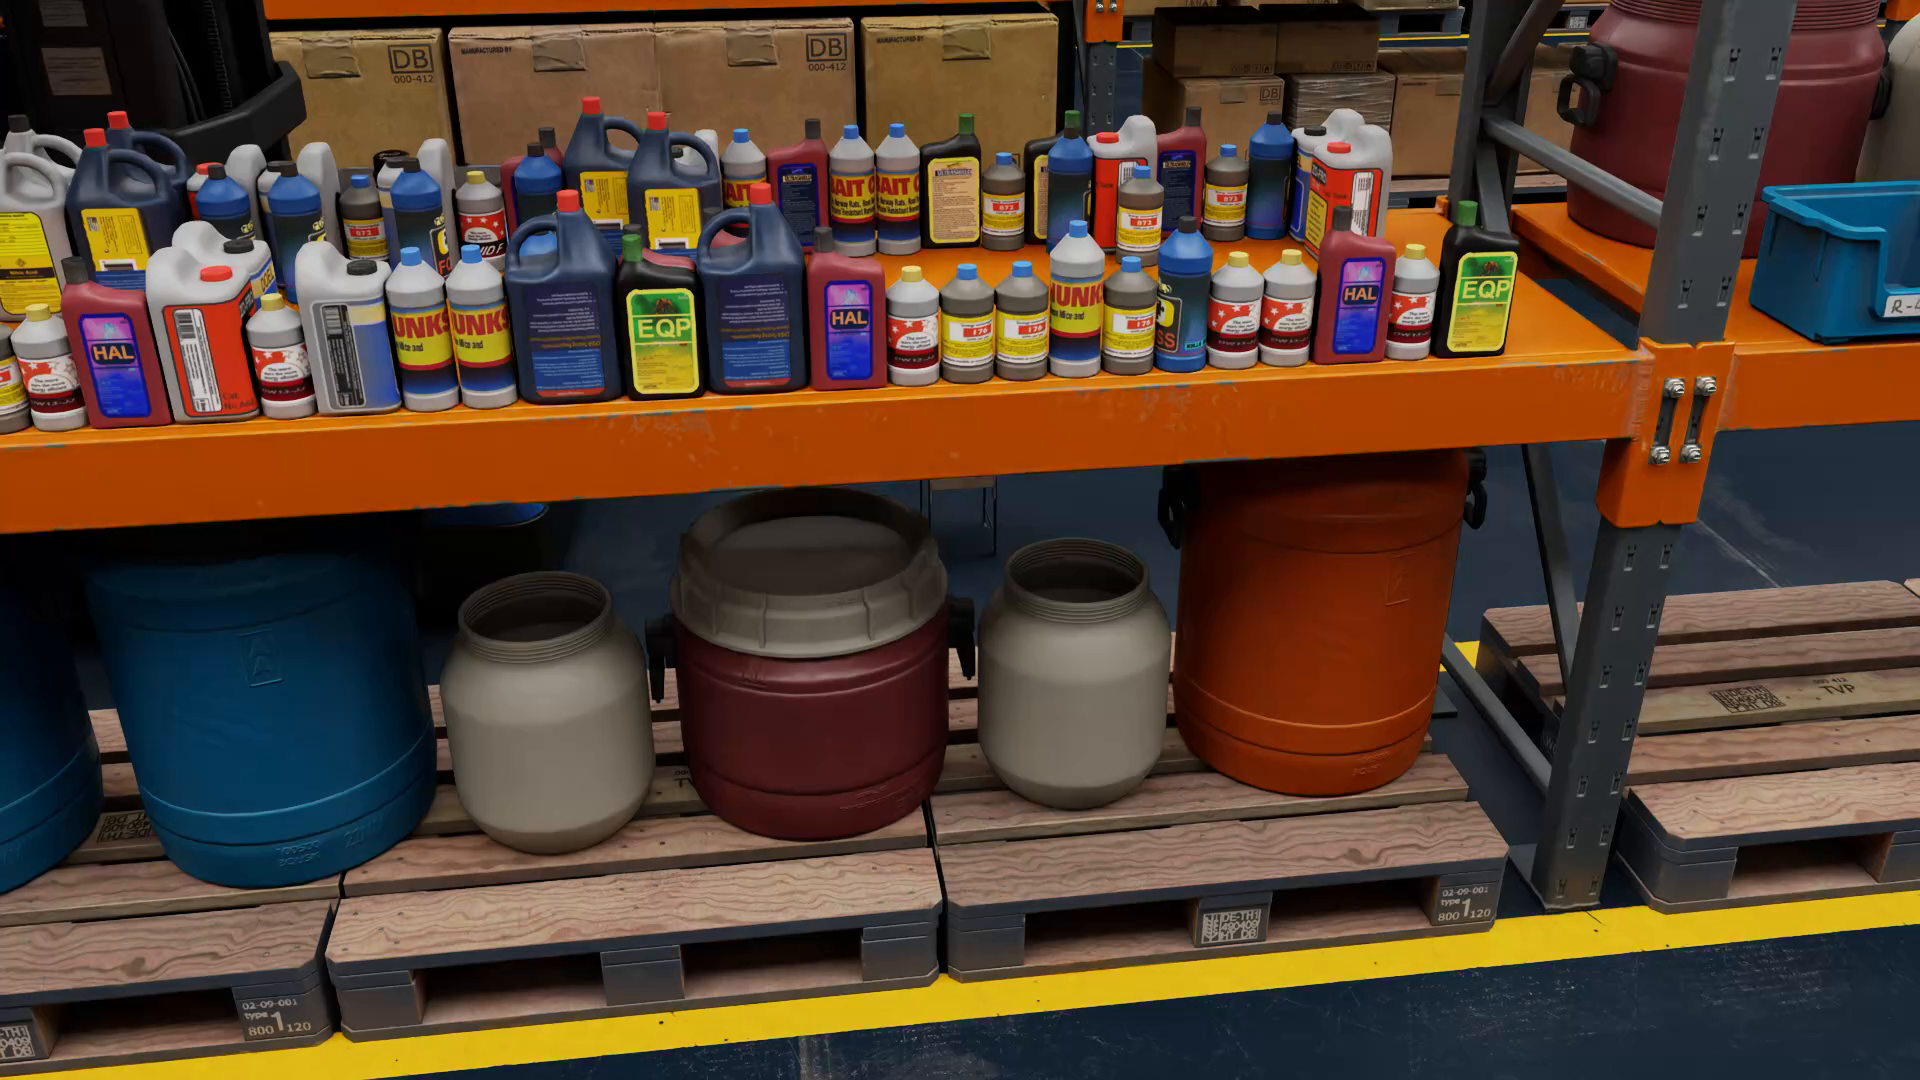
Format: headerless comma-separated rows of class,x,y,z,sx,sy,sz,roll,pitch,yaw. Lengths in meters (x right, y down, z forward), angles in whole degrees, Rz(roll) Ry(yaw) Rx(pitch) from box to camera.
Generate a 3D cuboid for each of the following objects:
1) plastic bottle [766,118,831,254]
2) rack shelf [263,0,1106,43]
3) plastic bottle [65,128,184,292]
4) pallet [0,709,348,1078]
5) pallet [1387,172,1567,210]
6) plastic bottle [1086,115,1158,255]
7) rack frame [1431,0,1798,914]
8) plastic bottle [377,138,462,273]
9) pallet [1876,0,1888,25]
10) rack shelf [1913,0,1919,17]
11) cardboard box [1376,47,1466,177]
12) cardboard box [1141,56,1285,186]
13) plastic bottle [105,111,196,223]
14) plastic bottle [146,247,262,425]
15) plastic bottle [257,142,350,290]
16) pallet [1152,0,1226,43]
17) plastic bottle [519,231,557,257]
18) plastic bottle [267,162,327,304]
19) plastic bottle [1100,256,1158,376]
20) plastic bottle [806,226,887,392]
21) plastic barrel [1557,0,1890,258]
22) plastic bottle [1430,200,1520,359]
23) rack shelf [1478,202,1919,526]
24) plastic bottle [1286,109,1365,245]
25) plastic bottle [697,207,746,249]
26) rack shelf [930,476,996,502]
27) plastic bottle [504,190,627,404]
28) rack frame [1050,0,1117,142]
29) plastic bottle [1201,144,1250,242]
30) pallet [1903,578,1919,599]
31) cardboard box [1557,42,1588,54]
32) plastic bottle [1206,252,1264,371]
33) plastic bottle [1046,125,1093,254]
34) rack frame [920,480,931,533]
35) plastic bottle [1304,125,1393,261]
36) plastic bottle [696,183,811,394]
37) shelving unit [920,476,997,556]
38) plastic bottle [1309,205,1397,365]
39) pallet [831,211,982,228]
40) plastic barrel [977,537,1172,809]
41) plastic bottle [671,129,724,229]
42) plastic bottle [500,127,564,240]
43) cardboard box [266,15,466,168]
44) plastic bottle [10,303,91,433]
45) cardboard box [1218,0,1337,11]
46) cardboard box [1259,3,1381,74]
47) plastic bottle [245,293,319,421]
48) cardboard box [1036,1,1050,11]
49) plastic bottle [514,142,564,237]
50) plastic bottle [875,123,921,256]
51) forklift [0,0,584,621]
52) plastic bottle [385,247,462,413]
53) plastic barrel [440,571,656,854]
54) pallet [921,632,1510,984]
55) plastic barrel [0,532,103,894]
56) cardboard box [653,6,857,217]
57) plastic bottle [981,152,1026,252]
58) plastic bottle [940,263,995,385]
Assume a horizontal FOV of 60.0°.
plastic bottle,-0.347,-0.757,3.568,0.133,0.283,0.061,-4,27,-7
rack shelf,-1.393,-2.535,7.694,4.000,0.370,1.077,-4,27,-7
plastic bottle,-1.616,-0.620,3.227,0.185,0.351,0.144,-4,27,-7
pallet,-1.914,0.721,3.613,1.213,0.211,1.003,-4,27,-7
pallet,2.567,-1.867,8.658,1.213,0.211,1.003,-4,27,-7
plastic bottle,0.346,-0.778,3.616,0.135,0.276,0.152,-4,27,-7
rack frame,1.277,-0.744,3.414,0.127,3.000,1.000,-4,27,-7
plastic bottle,-1.114,-0.684,3.433,0.135,0.276,0.152,-4,27,-7
pallet,7.137,-4.413,13.620,1.213,0.211,1.003,-4,27,-7
rack shelf,6.529,-3.044,8.685,4.000,0.370,1.077,-4,27,-7
cardboard box,2.356,-2.198,8.505,0.500,0.500,0.700,-1,27,-3
cardboard box,1.248,-2.118,8.348,0.500,0.500,0.700,-5,28,-10
plastic bottle,-1.636,-0.685,3.354,0.185,0.351,0.144,-4,27,-7
plastic bottle,-1.255,-0.350,2.783,0.135,0.276,0.152,-4,27,-7
plastic bottle,-1.344,-0.669,3.404,0.135,0.276,0.152,-4,27,-7
pallet,1.993,-4.083,12.976,1.213,0.211,1.003,-4,27,-7
plastic bottle,-0.734,-0.435,2.954,0.097,0.271,0.097,0,27,0
plastic bottle,-1.308,-0.612,3.298,0.097,0.271,0.097,0,27,0
plastic bottle,0.302,-0.404,2.970,0.097,0.201,0.097,0,27,0
plastic bottle,-0.196,-0.400,2.872,0.133,0.283,0.061,-4,27,-7
plastic barrel,1.695,-0.971,3.707,0.708,0.536,0.600,-4,27,-7
plastic bottle,0.936,-0.473,3.014,0.133,0.283,0.061,-4,27,-7
rack shelf,3.258,-0.551,3.826,4.000,0.370,1.077,-4,27,-7
plastic bottle,0.804,-0.807,3.673,0.135,0.276,0.152,-4,27,-7
plastic bottle,-0.399,-0.454,2.977,0.133,0.283,0.061,-4,27,-7
rack shelf,-0.008,-0.210,5.141,0.200,0.077,0.258,-4,27,-7
plastic bottle,-0.674,-0.419,2.835,0.185,0.351,0.144,-4,27,-7
rack frame,0.587,-2.983,7.777,0.127,3.000,1.000,-4,27,-7
plastic bottle,0.589,-0.773,3.688,0.097,0.201,0.097,0,27,0
pallet,3.255,0.389,4.260,1.213,0.211,1.003,-4,27,-7
cardboard box,3.462,-2.270,8.644,0.500,0.500,0.700,-4,27,-7
plastic bottle,0.494,-0.417,2.994,0.097,0.201,0.097,0,27,0
plastic bottle,0.235,-0.753,3.573,0.097,0.271,0.097,0,27,0
rack frame,-0.109,-0.393,5.031,0.006,0.900,0.240,-4,27,-7
plastic bottle,0.825,-0.738,3.539,0.135,0.276,0.152,-4,27,-7
plastic bottle,-0.359,-0.439,2.874,0.185,0.351,0.144,-4,27,-7
shelving unit,-0.008,-0.400,5.044,0.210,0.900,0.258,-4,27,-7
plastic bottle,0.708,-0.458,2.986,0.133,0.283,0.061,-4,27,-7
pallet,-0.204,-1.726,8.383,1.213,0.211,1.003,-4,27,-7
plastic barrel,0.248,0.292,3.661,0.421,0.512,0.421,0,27,0
plastic bottle,-0.570,-0.719,3.501,0.135,0.276,0.152,-4,27,-7
plastic bottle,-0.892,-0.722,3.500,0.133,0.283,0.061,-4,27,-7
cardboard box,-2.743,-2.020,7.768,0.875,0.875,1.225,-4,27,-7
plastic bottle,-1.499,-0.289,2.745,0.097,0.201,0.097,0,27,0
cardboard box,2.399,-4.532,12.801,0.750,0.750,1.050,-4,27,-7
cardboard box,1.770,-2.494,8.260,0.500,0.250,0.500,-1,27,-1
plastic bottle,-1.137,-0.312,2.790,0.097,0.201,0.097,0,27,0
cardboard box,0.612,-4.415,12.574,0.750,0.750,1.050,-4,27,-8
plastic bottle,-0.863,-0.683,3.435,0.097,0.271,0.097,0,27,0
plastic bottle,-0.134,-0.757,3.581,0.097,0.271,0.097,0,27,0
forklift,-2.712,-1.264,4.503,3.031,2.935,1.130,-2,27,-3
plastic bottle,-0.907,-0.358,2.803,0.097,0.271,0.097,0,27,0
plastic barrel,-0.870,0.363,3.521,0.421,0.512,0.421,0,27,0
pallet,0.502,0.566,3.916,1.213,0.211,1.003,-4,27,-7
plastic barrel,-2.143,0.231,3.353,0.708,0.901,0.600,-4,27,-7
cardboard box,-0.983,-2.137,7.996,0.875,0.875,1.225,-4,27,-7
plastic bottle,0.095,-0.741,3.626,0.097,0.201,0.097,0,27,0
plastic bottle,0.012,-0.386,2.934,0.097,0.201,0.097,0,27,0
